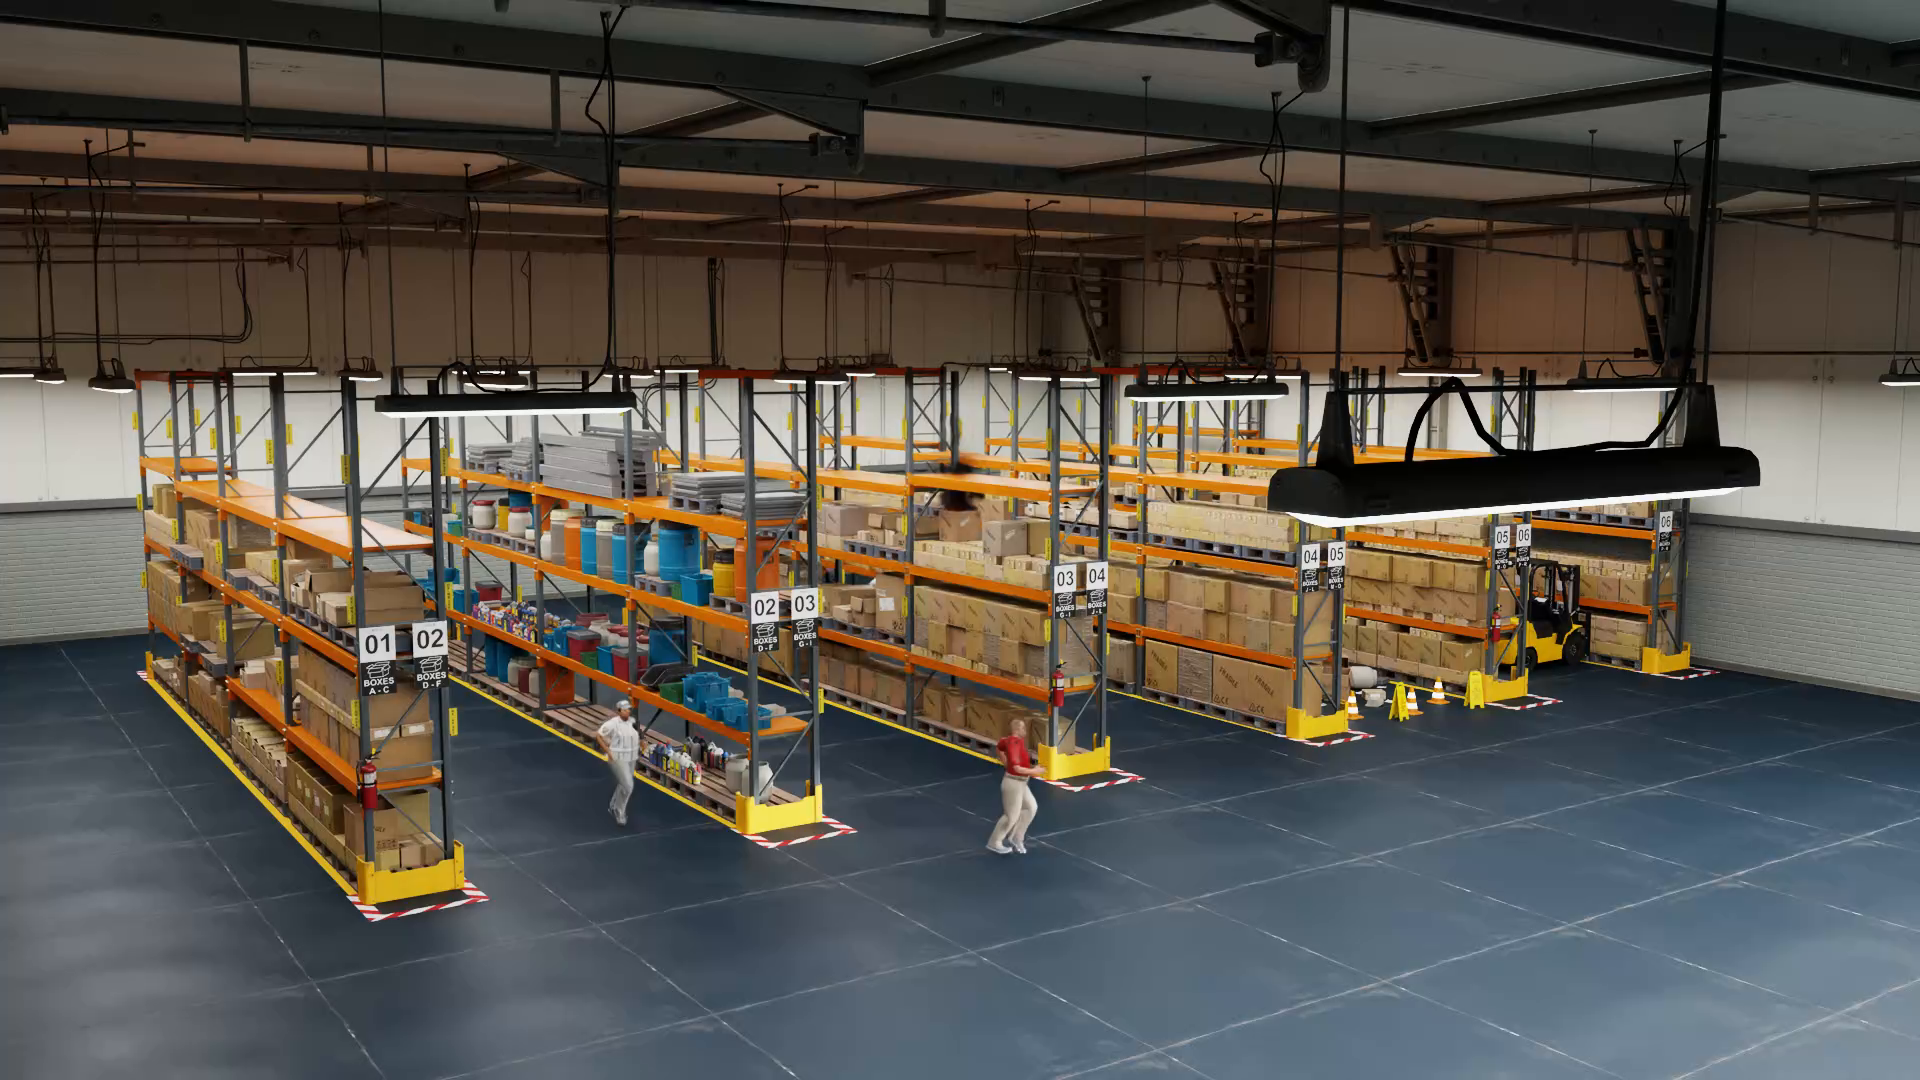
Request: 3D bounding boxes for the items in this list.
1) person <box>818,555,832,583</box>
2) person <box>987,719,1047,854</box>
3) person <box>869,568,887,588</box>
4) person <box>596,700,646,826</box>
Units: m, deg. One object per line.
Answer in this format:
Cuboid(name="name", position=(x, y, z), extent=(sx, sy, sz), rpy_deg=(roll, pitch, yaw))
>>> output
Cuboid(name="person", position=(-3.455, 0.785, 42.069), extent=(0.831, 1.585, 0.614), rpy_deg=(0, 6, 0))
Cuboid(name="person", position=(0.714, 3.143, 20.972), extent=(0.752, 1.798, 0.680), rpy_deg=(0, 6, 2))
Cuboid(name="person", position=(-1.676, 1.425, 36.024), extent=(0.730, 1.723, 0.704), rpy_deg=(-5, 8, -37))
Cuboid(name="person", position=(-4.532, 2.995, 22.431), extent=(0.701, 1.695, 0.579), rpy_deg=(5, 8, 36))
